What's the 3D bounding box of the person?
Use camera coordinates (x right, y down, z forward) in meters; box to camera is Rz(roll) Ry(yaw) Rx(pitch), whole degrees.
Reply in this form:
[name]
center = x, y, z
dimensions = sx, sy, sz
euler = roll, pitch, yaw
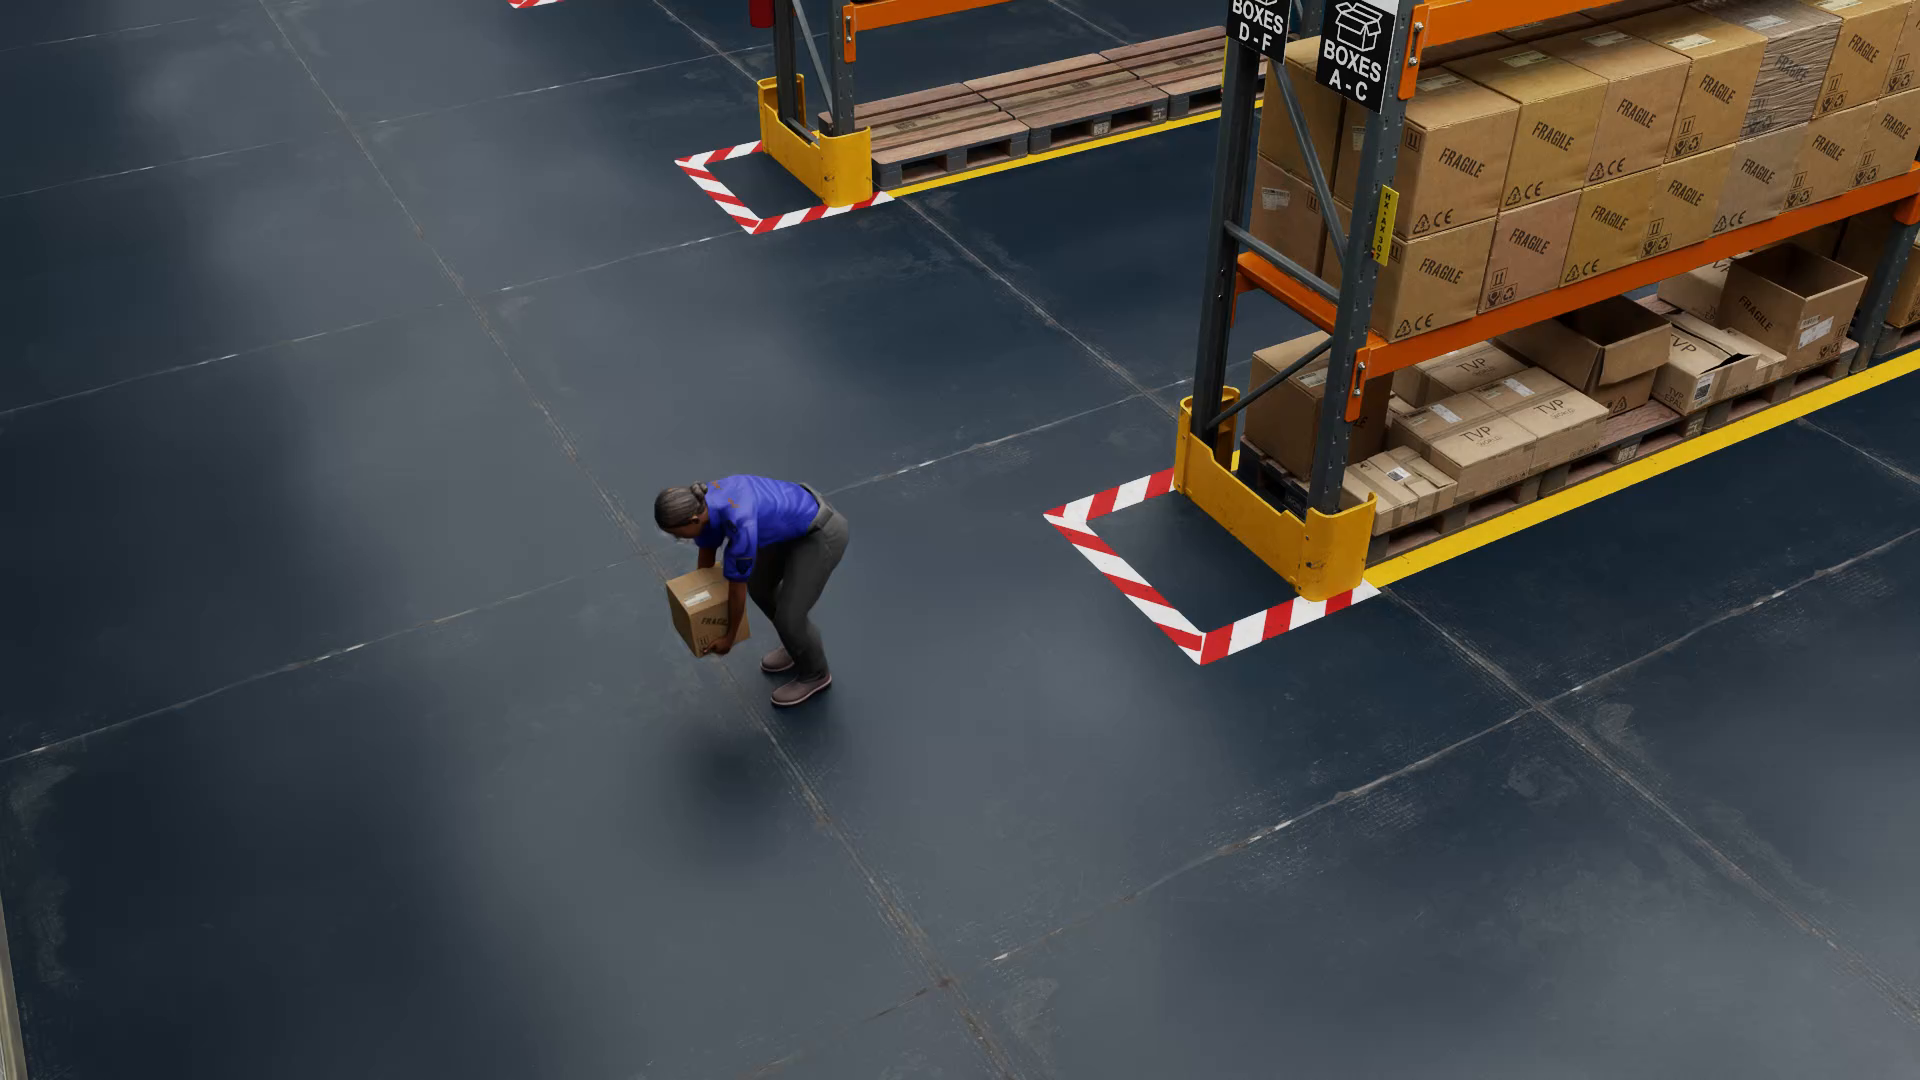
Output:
[person]
center = -0.862, 0.182, 7.057
dimensions = 0.824, 1.221, 0.426
euler = -21, 42, -25
